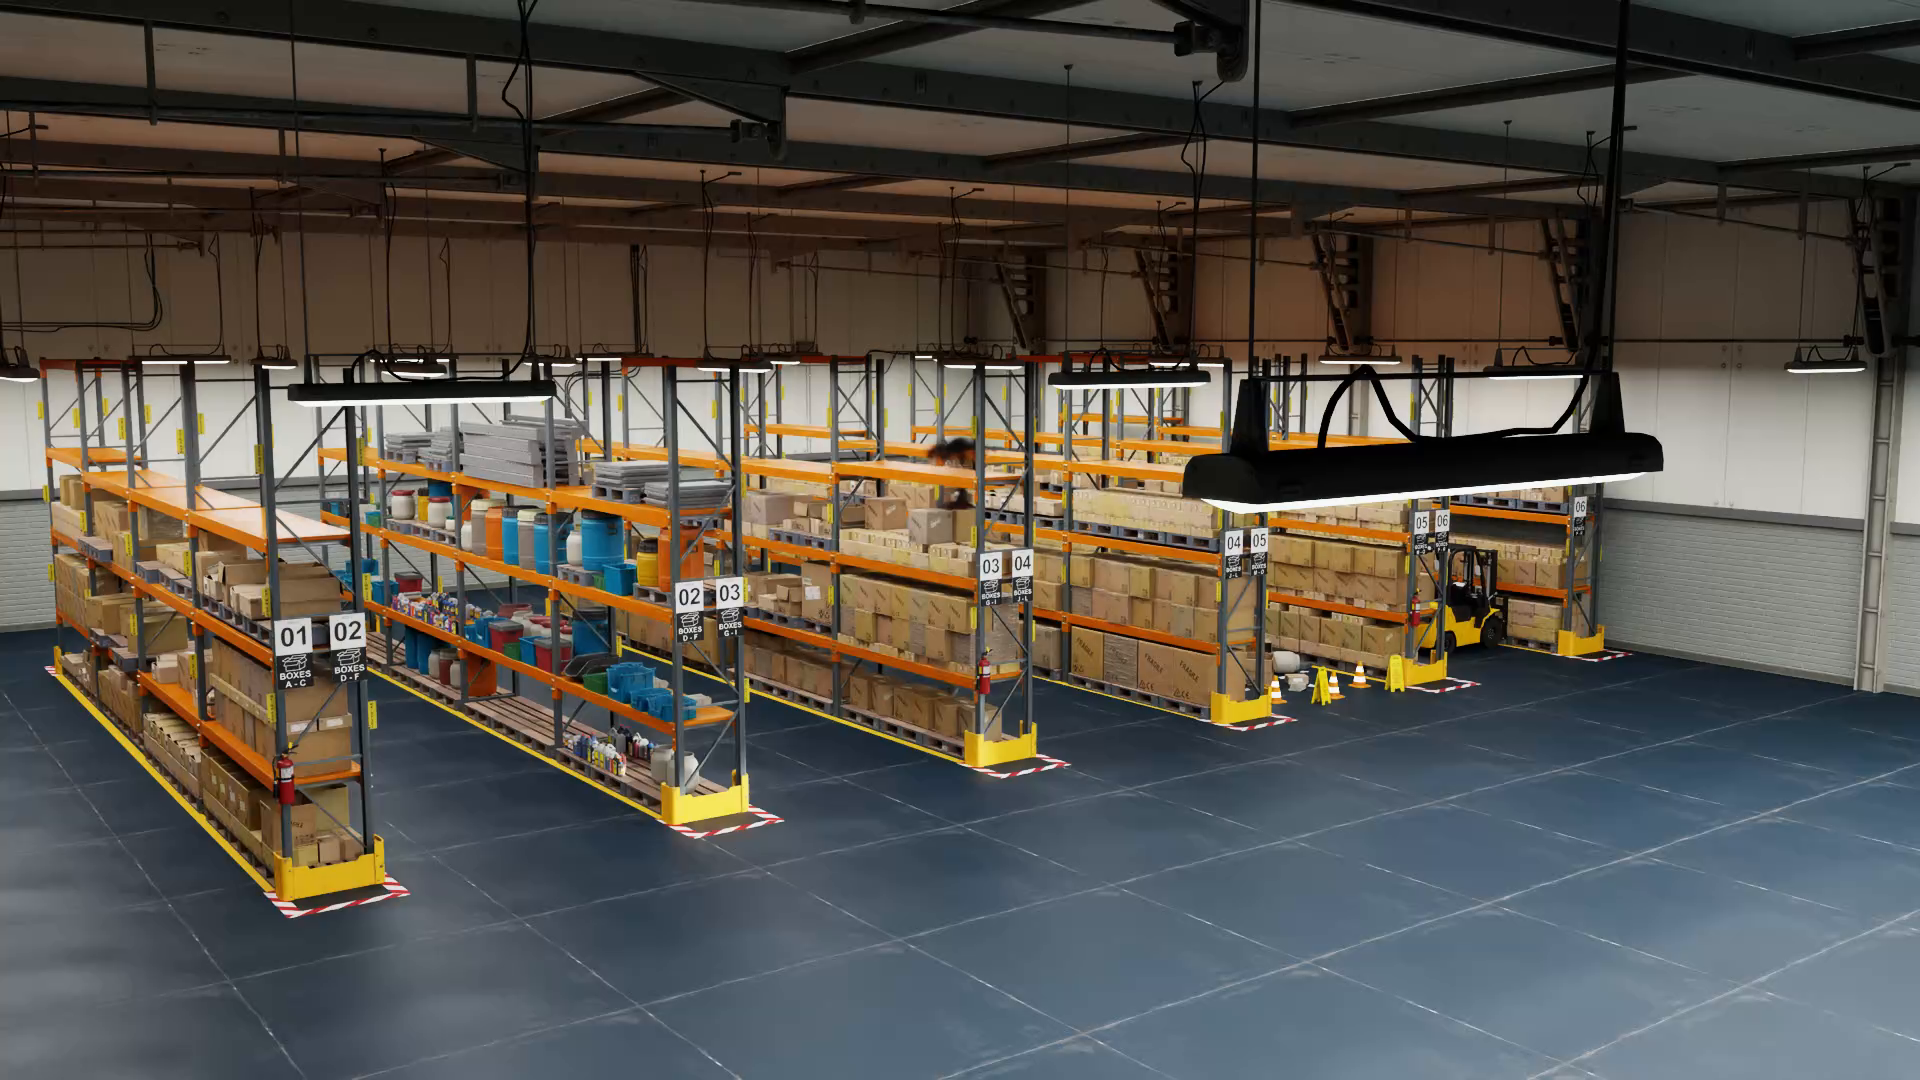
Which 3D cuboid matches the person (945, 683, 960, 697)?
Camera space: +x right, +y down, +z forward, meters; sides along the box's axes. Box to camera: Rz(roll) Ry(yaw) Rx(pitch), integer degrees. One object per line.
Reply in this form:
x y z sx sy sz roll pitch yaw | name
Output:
0.000 2.015 28.925 0.660 1.691 0.743 -6 9 -39 | person

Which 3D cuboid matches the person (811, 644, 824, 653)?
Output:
-2.650 1.532 33.259 0.715 1.618 0.902 -5 9 -38 | person

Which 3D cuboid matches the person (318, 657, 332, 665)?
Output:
-12.079 1.763 31.682 0.608 1.561 0.820 -6 9 -41 | person
